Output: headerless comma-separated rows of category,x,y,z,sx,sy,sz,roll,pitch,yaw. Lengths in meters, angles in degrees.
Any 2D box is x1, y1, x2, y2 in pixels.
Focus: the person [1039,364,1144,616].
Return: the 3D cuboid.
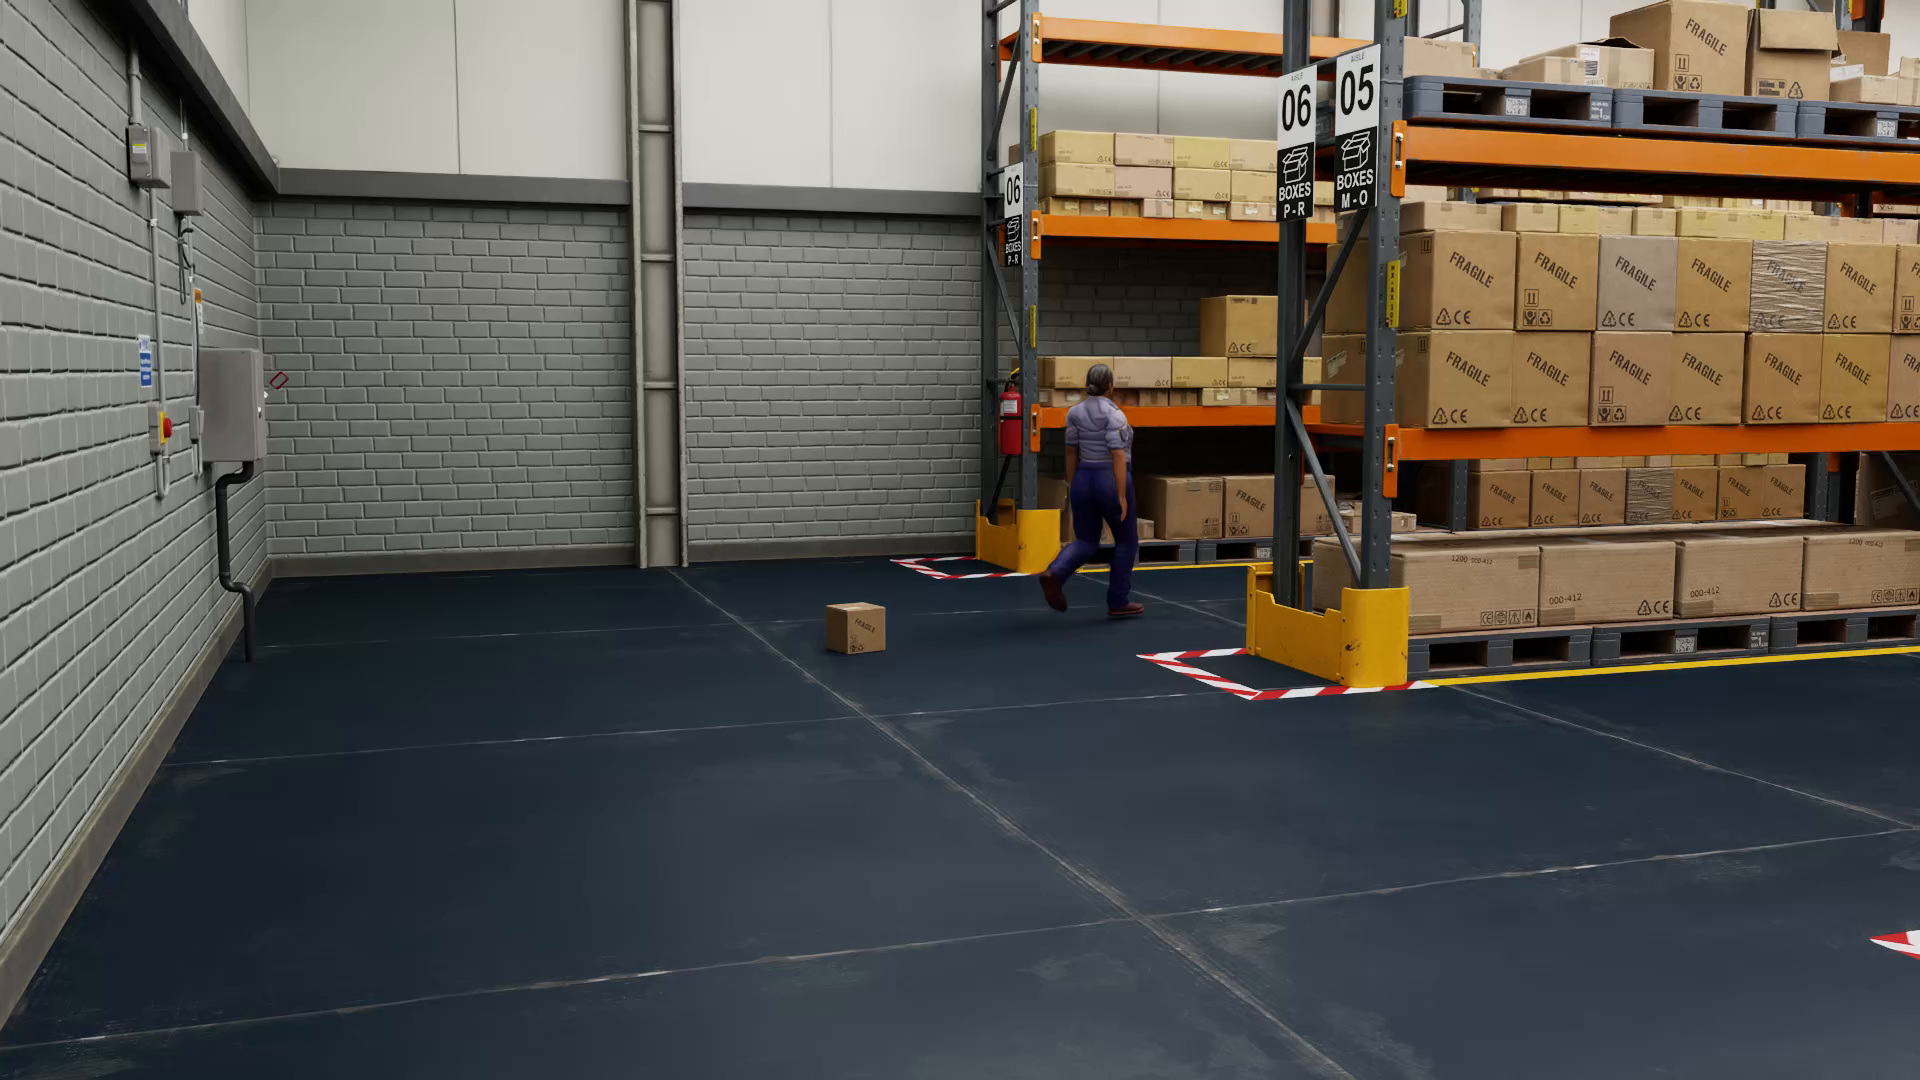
person,0.870,-0.300,10.571,0.488,1.583,0.731,5,8,41
